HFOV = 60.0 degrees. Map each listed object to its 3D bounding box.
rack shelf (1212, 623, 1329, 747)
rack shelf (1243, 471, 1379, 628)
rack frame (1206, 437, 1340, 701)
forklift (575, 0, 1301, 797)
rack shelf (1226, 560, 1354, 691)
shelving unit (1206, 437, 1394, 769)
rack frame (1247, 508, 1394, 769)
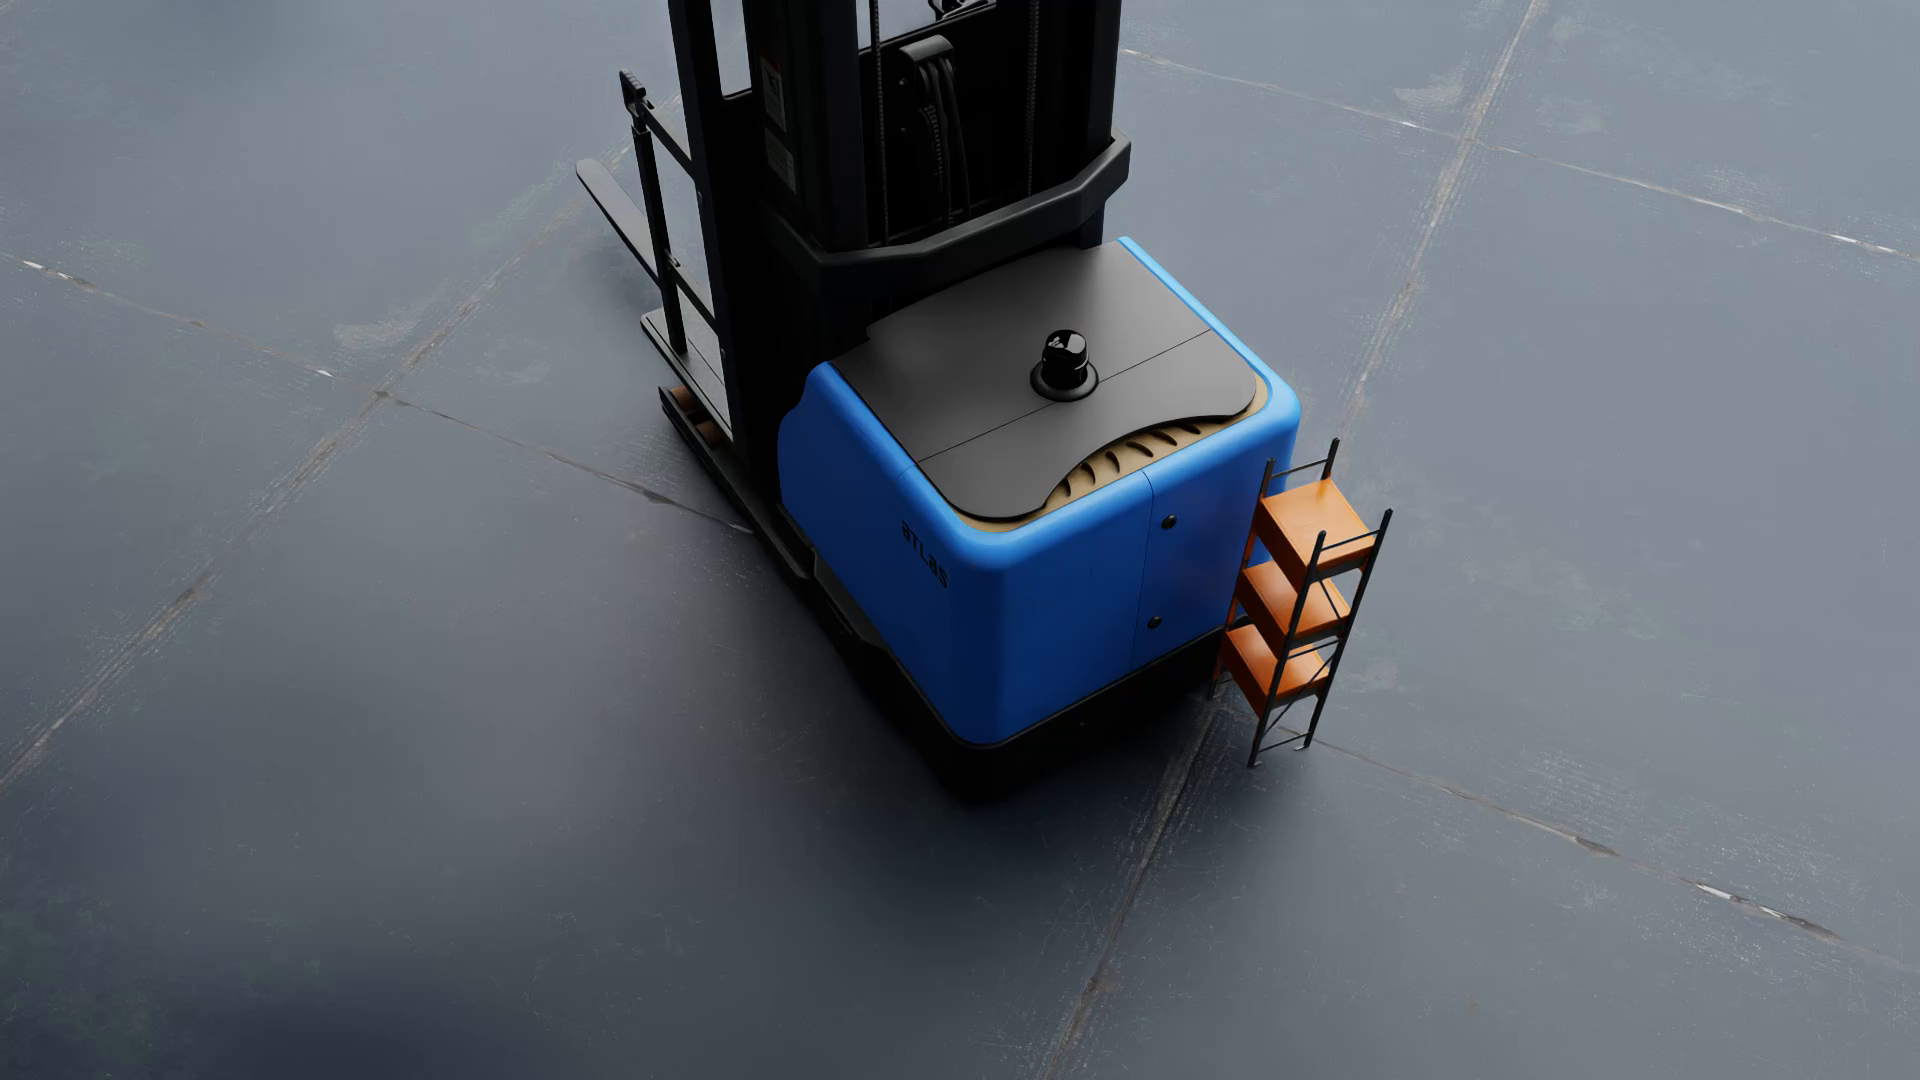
[{"bbox_3d":[0.863,0.378,4.610,0.215,0.259,0.240,-17,54,-15],"label":"rack shelf"},{"bbox_3d":[0.878,0.025,4.174,0.215,0.259,0.240,-17,54,-15],"label":"rack shelf"},{"bbox_3d":[0.824,0.108,4.456,0.200,1.050,0.008,-17,54,-15],"label":"rack frame"},{"bbox_3d":[-0.334,-1.356,4.479,1.130,2.935,3.031,-26,54,-20],"label":"forklift"},{"bbox_3d":[0.871,0.203,4.394,0.215,0.259,0.240,-17,54,-15],"label":"rack shelf"},{"bbox_3d":[0.871,0.197,4.386,0.215,1.050,0.252,-17,54,-15],"label":"shelving unit"},{"bbox_3d":[0.918,0.285,4.316,0.200,1.050,0.008,-17,54,-15],"label":"rack frame"}]
